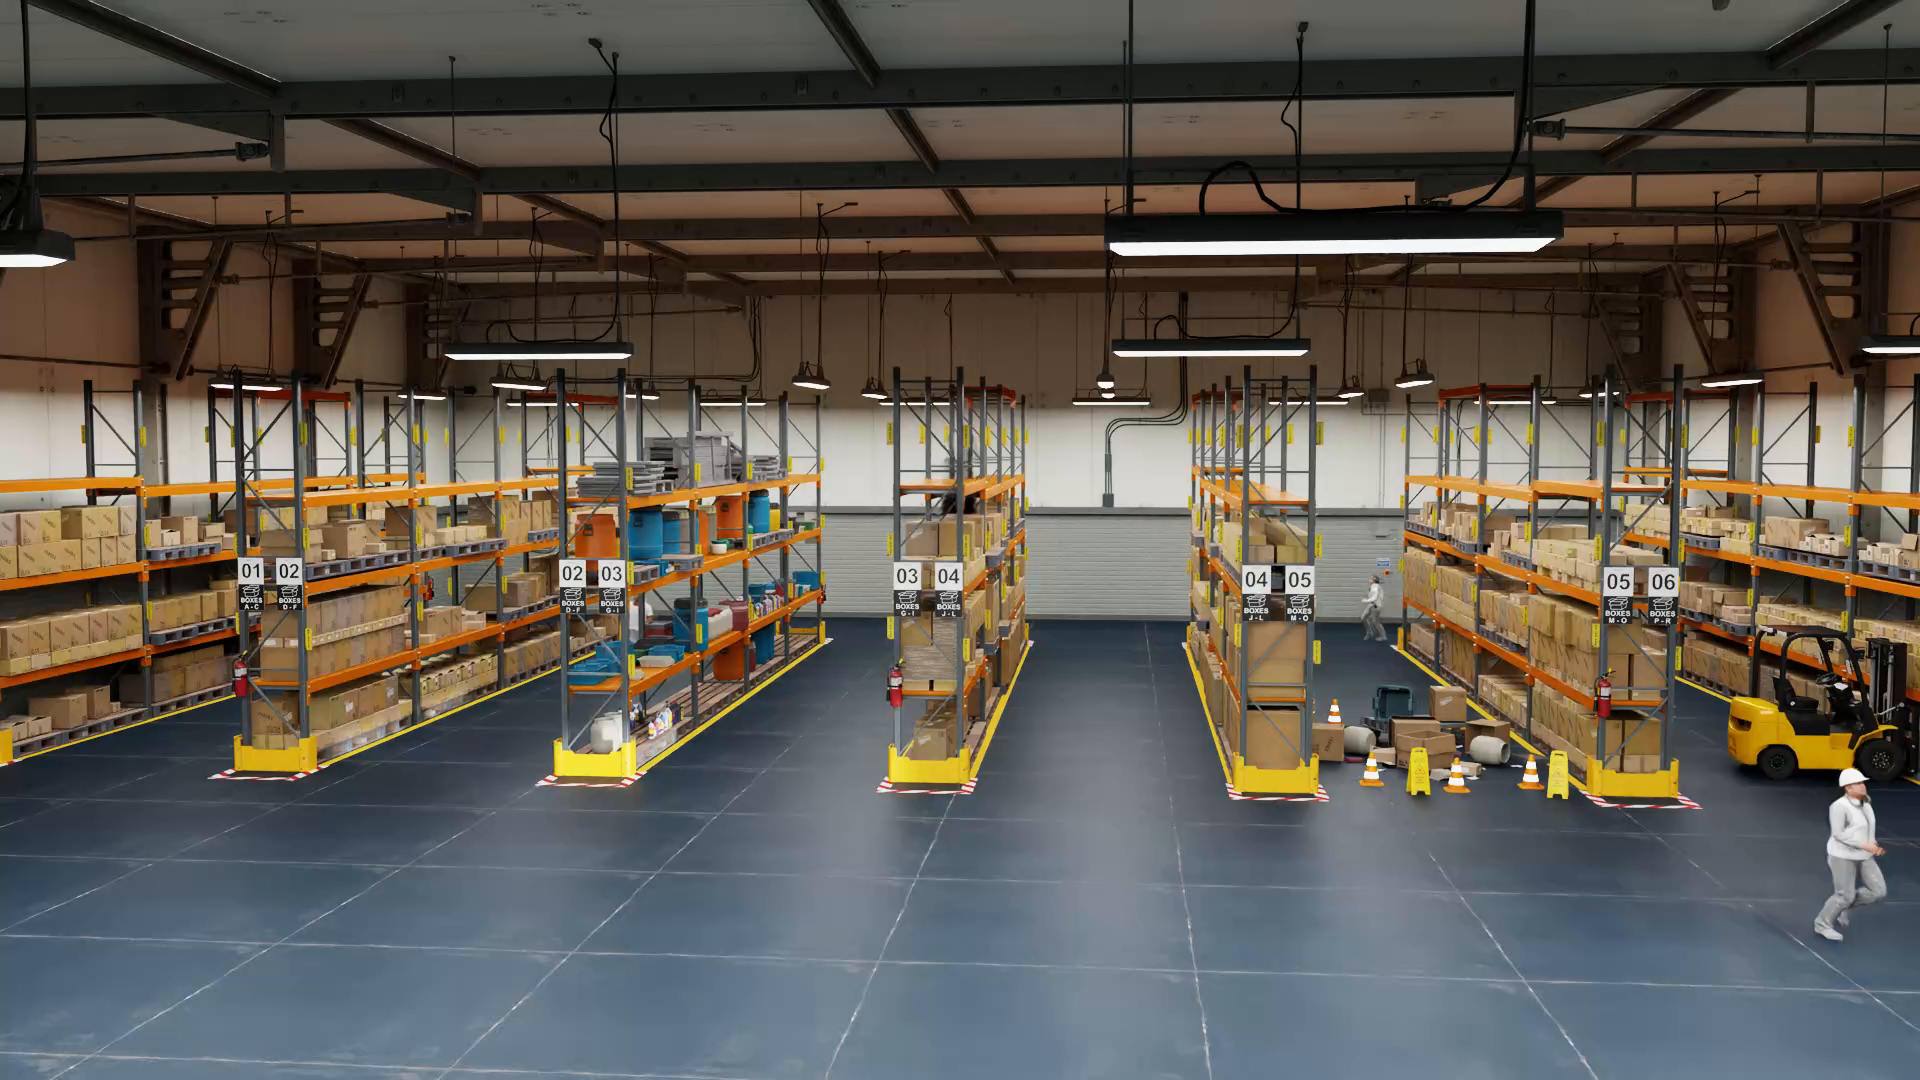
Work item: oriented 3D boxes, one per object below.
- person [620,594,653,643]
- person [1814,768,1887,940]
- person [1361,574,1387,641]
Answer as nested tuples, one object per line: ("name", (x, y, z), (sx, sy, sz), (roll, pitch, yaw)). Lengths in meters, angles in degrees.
("person", (-6.931, 1.922, 35.654), (0.707, 1.729, 0.593), (-1, 4, -11))
("person", (8.854, 3.117, 16.444), (0.682, 1.734, 0.703), (-2, 4, -28))
("person", (10.065, 1.640, 40.424), (0.626, 1.666, 0.601), (0, 4, 7))
